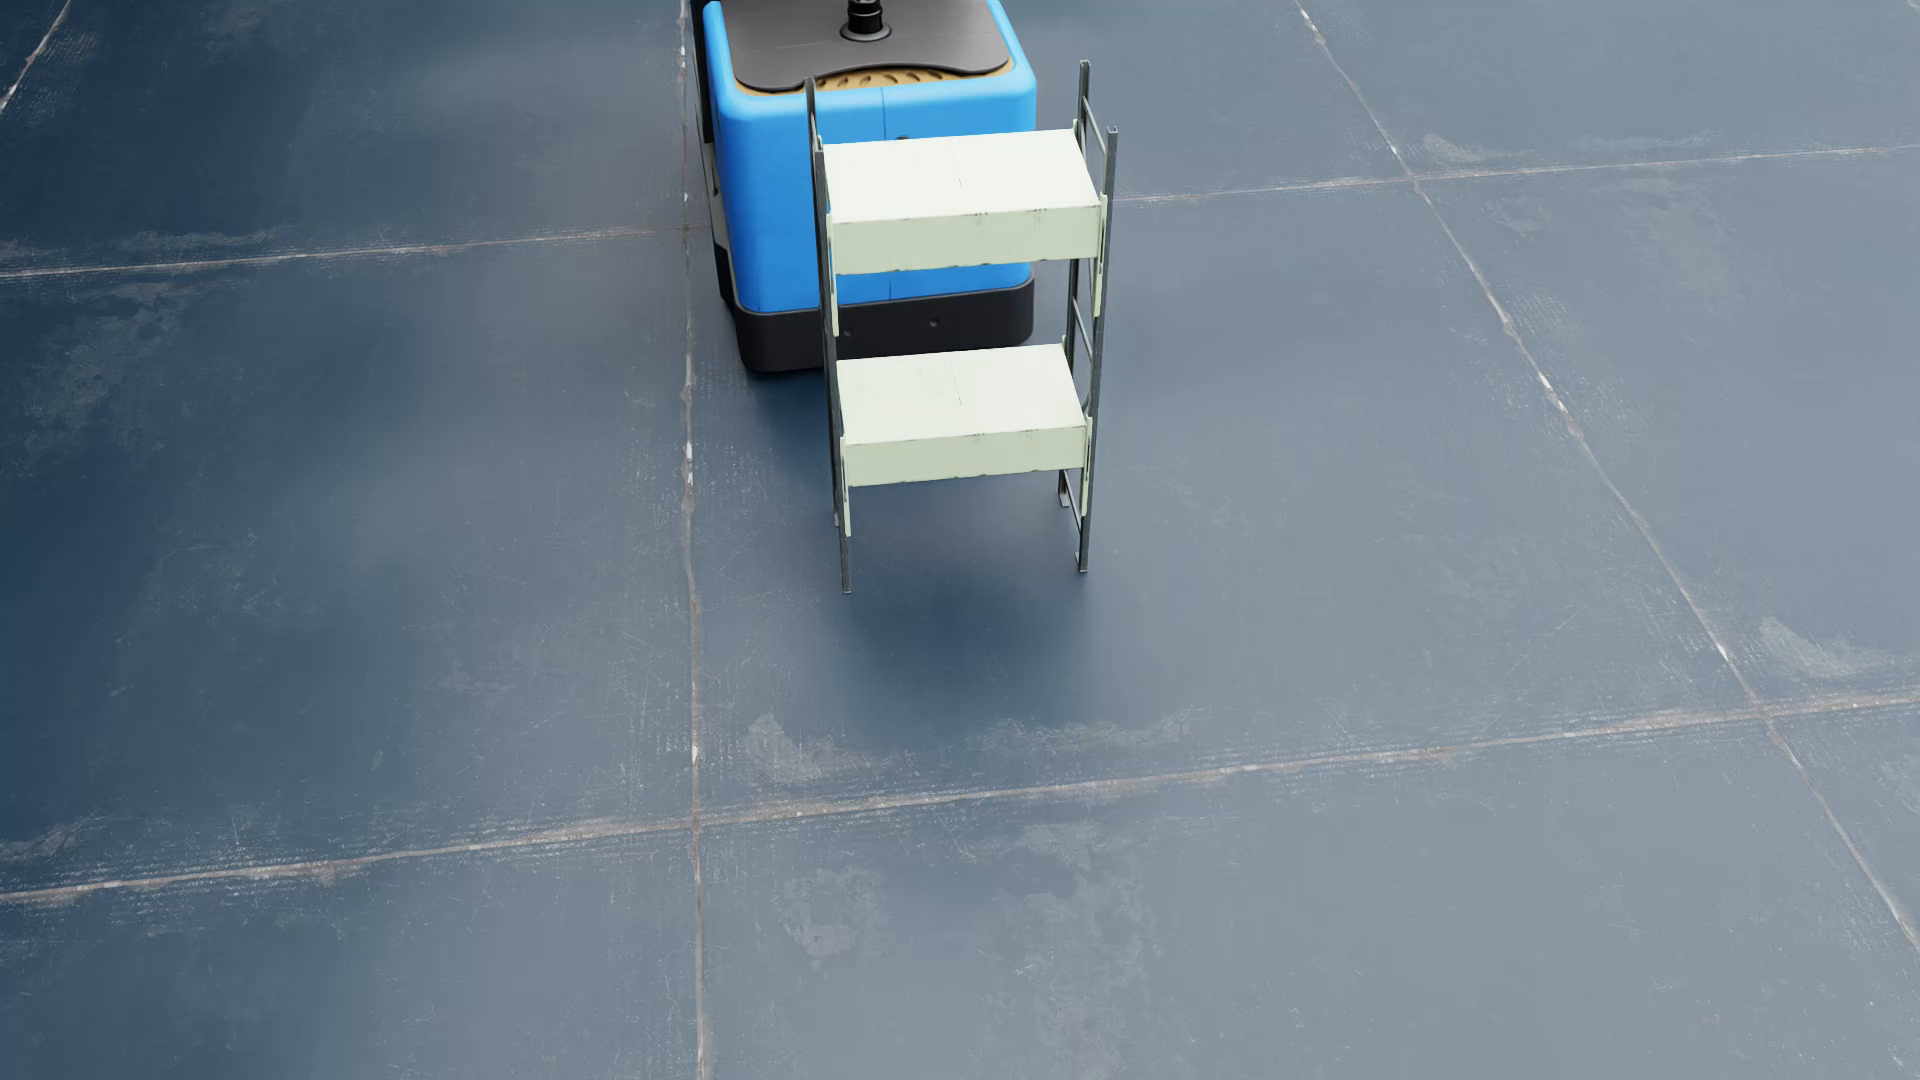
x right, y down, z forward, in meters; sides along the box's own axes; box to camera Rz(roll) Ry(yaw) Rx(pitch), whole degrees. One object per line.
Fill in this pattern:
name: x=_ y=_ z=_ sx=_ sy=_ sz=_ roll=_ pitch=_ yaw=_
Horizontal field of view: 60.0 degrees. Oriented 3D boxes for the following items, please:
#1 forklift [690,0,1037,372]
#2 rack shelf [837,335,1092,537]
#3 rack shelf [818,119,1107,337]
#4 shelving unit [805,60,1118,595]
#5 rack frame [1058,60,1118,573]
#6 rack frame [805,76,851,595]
forklift: x=-0.515 y=-2.668 z=6.020 sx=1.130 sy=2.935 sz=3.031 roll=-7 pitch=43 yaw=-8
rack shelf: x=-0.007 y=-0.314 z=4.965 sx=0.720 sy=0.370 sz=0.431 roll=-5 pitch=42 yaw=-6
rack shelf: x=-0.007 y=-0.846 z=4.486 sx=0.720 sy=0.370 sz=0.431 roll=-5 pitch=42 yaw=-6
shelving unit: x=-0.007 y=-0.556 z=4.747 sx=0.755 sy=1.500 sz=0.431 roll=-5 pitch=42 yaw=-6
rack frame: x=0.356 y=-0.588 z=4.782 sx=0.023 sy=1.500 sz=0.400 roll=-5 pitch=42 yaw=-6
rack frame: x=-0.370 y=-0.525 z=4.712 sx=0.023 sy=1.500 sz=0.400 roll=-5 pitch=42 yaw=-6
